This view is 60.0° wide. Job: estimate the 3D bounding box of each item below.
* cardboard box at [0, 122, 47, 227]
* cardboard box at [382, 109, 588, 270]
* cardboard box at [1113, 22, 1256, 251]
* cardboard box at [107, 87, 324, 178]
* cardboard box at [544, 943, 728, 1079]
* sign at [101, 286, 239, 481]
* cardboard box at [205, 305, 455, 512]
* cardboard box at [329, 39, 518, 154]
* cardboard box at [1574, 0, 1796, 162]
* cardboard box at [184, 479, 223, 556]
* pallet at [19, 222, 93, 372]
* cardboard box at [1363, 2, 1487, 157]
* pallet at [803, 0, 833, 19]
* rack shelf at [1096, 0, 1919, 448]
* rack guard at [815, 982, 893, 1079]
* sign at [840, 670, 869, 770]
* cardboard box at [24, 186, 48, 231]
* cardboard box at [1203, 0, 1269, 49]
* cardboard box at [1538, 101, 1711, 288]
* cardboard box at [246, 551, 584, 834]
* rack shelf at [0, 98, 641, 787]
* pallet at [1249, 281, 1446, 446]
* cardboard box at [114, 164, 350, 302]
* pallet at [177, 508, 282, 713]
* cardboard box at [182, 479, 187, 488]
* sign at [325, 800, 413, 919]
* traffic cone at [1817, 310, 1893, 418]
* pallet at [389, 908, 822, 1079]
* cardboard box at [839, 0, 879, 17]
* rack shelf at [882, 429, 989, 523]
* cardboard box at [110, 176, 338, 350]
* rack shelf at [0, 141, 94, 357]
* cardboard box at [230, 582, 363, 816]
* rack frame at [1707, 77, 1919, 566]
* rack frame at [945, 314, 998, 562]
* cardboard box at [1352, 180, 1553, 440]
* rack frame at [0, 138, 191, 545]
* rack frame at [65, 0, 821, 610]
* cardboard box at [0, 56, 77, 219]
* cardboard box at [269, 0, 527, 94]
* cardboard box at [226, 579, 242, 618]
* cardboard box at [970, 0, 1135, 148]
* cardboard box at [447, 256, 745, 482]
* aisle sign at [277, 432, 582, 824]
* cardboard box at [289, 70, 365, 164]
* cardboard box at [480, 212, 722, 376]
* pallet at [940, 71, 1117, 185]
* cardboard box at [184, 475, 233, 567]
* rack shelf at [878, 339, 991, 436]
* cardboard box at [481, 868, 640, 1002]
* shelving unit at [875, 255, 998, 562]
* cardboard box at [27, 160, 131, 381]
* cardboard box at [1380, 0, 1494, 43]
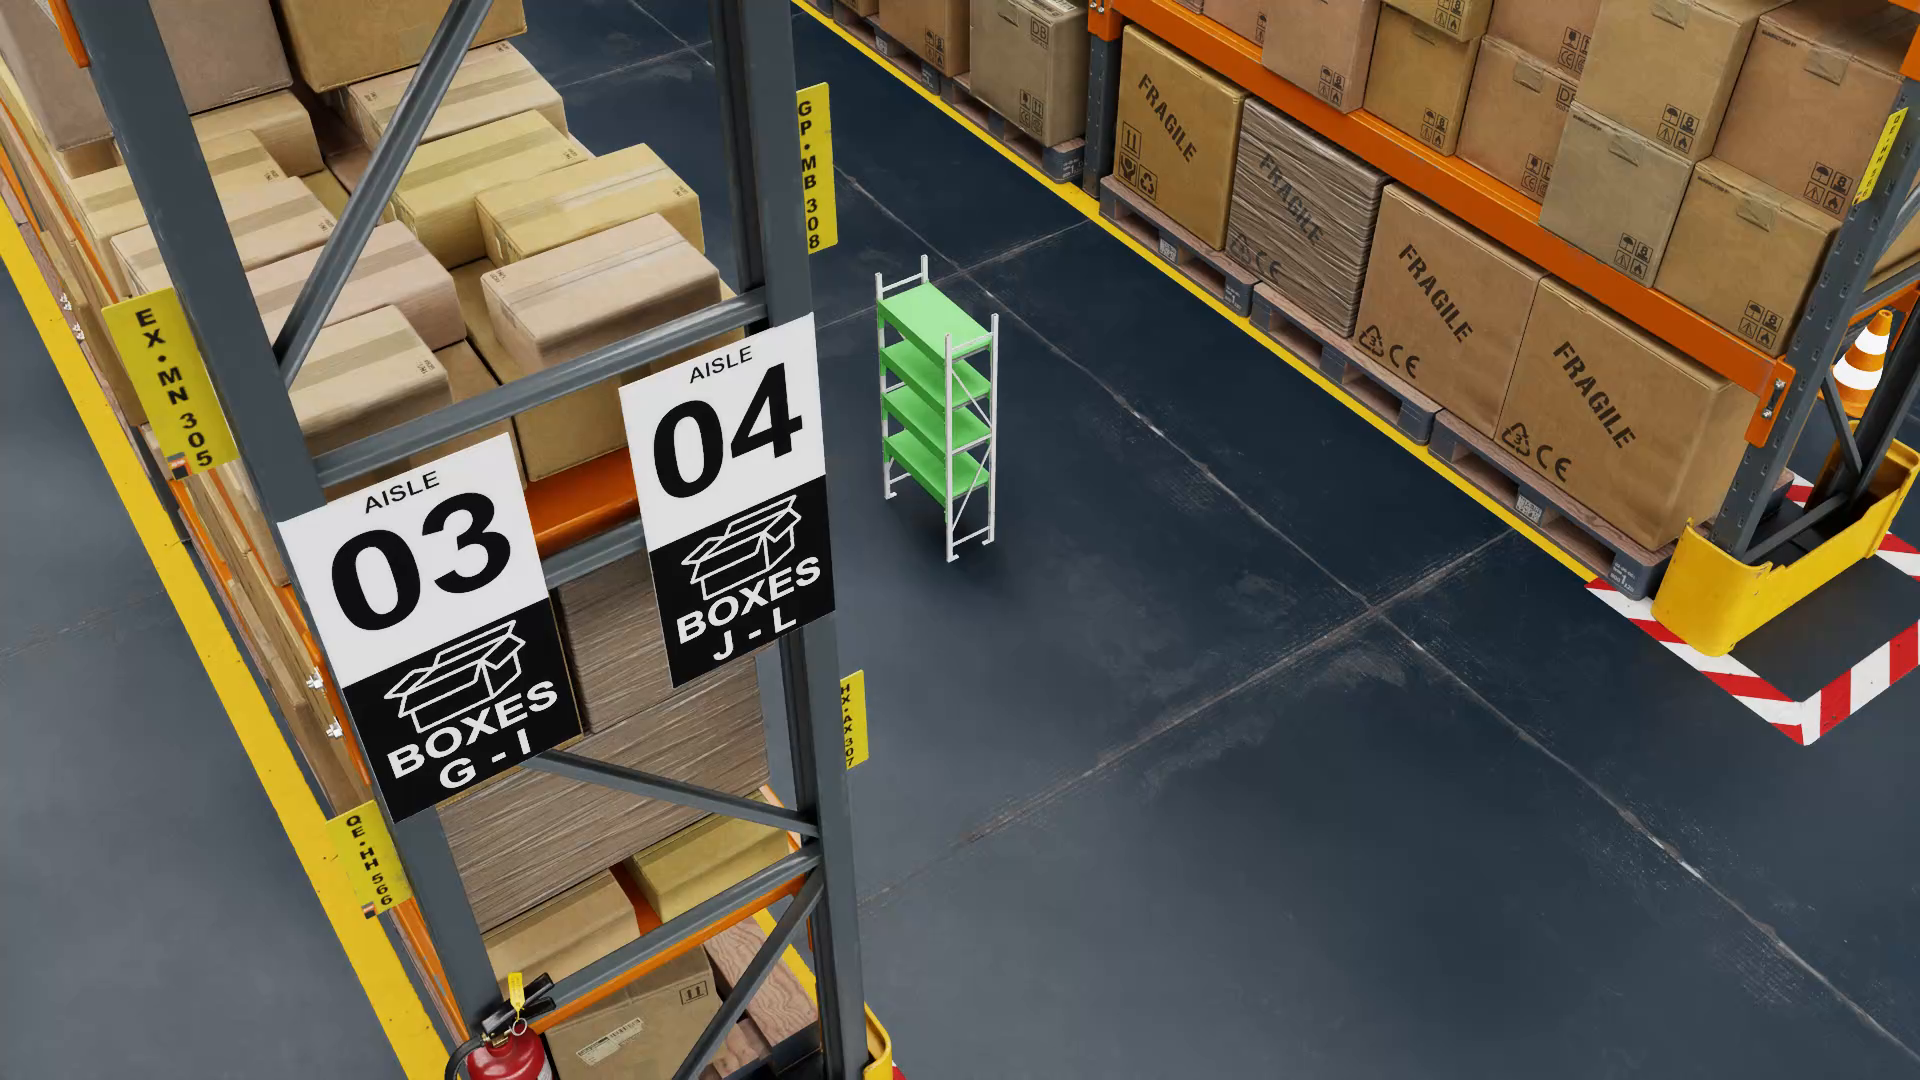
[{"bbox_3d":[-2.953,-1.447,5.573,0.500,0.500,0.500,-26,49,-24],"label":"cardboard box"},{"bbox_3d":[-0.996,-0.734,3.485,0.380,0.149,0.250,-27,50,-25],"label":"cardboard box"},{"bbox_3d":[1.427,-2.199,8.607,0.875,0.875,0.875,-25,49,-24],"label":"cardboard box"},{"bbox_3d":[-1.630,-0.868,3.626,0.380,0.149,0.250,-25,49,-24],"label":"cardboard box"},{"bbox_3d":[-1.057,1.360,5.150,0.500,0.500,0.500,-17,46,-17],"label":"cardboard box"},{"bbox_3d":[-1.180,-0.229,2.495,0.100,0.325,0.005,-26,49,-24],"label":"sign"},{"bbox_3d":[-1.128,-0.241,2.969,0.380,0.149,0.250,-26,49,-24],"label":"cardboard box"},{"bbox_3d":[-1.229,-1.055,3.822,0.380,0.149,0.250,-26,49,-25],"label":"cardboard box"},{"bbox_3d":[2.842,-1.879,6.147,0.875,0.550,0.550,-26,49,-24],"label":"cardboard box"},{"bbox_3d":[-1.917,-0.322,5.118,0.875,0.500,0.500,-26,49,-24],"label":"cardboard box"},{"bbox_3d":[-4.150,-1.421,8.576,1.003,0.211,1.213,-26,49,-24],"label":"pallet"},{"bbox_3d":[2.276,-2.134,7.195,0.875,0.550,0.500,-26,49,-24],"label":"cardboard box"},{"bbox_3d":[-0.775,-3.980,11.257,1.003,0.211,1.213,-26,49,-24],"label":"pallet"},{"bbox_3d":[2.269,-1.807,7.482,1.077,0.370,4.000,-26,49,-24],"label":"rack shelf"},{"bbox_3d":[-0.757,1.829,4.963,1.175,0.500,0.348,-26,49,-24],"label":"rack guard"},{"bbox_3d":[-0.268,0.441,3.980,0.100,0.325,0.005,-26,49,-24],"label":"sign"},{"bbox_3d":[-2.795,-1.162,5.998,0.875,0.500,0.500,-26,49,-24],"label":"cardboard box"},{"bbox_3d":[1.678,-2.747,7.837,0.875,0.550,0.550,-26,49,-24],"label":"cardboard box"},{"bbox_3d":[2.831,-1.483,6.514,0.875,0.550,0.550,-26,49,-24],"label":"cardboard box"},{"bbox_3d":[-1.231,0.249,3.796,0.500,0.500,0.500,-26,49,-24],"label":"cardboard box"},{"bbox_3d":[-1.857,-0.989,4.454,1.077,0.370,4.000,-26,49,-24],"label":"rack shelf"},{"bbox_3d":[2.197,-1.038,8.175,1.003,0.211,1.213,-26,49,-24],"label":"pallet"},{"bbox_3d":[-1.485,-0.517,3.547,0.500,0.250,0.500,-25,49,-24],"label":"cardboard box"},{"bbox_3d":[-2.588,0.078,7.007,1.003,0.211,1.213,-26,49,-24],"label":"pallet"},{"bbox_3d":[-2.390,-0.268,5.531,0.380,0.149,0.250,-26,49,-24],"label":"cardboard box"},{"bbox_3d":[-1.180,0.643,3.328,0.100,0.325,0.005,-26,49,-24],"label":"sign"},{"bbox_3d":[4.274,-0.878,7.826,0.336,0.463,0.334,-26,49,-24],"label":"traffic cone"},{"bbox_3d":[-1.193,1.460,5.559,1.003,0.211,1.213,-26,49,-24],"label":"pallet"},{"bbox_3d":[-0.386,-3.929,10.509,1.050,0.750,0.750,-25,49,-24],"label":"cardboard box"},{"bbox_3d":[-0.095,-0.308,7.135,0.258,0.148,0.480,-26,49,-24],"label":"rack shelf"},{"bbox_3d":[-1.427,-0.546,3.288,0.380,0.149,0.250,-28,50,-26],"label":"cardboard box"},{"bbox_3d":[-4.146,-2.170,7.863,1.077,0.370,4.000,-26,49,-24],"label":"rack shelf"},{"bbox_3d":[-1.390,0.266,4.502,0.875,0.500,0.500,-26,49,-24],"label":"cardboard box"},{"bbox_3d":[3.413,-0.934,6.047,1.000,3.000,0.127,-26,49,-24],"label":"rack frame"},{"bbox_3d":[0.045,-0.390,6.780,0.240,1.200,0.015,-26,49,-24],"label":"rack frame"},{"bbox_3d":[2.465,-1.173,7.532,0.875,0.875,0.875,-26,50,-25],"label":"cardboard box"},{"bbox_3d":[-3.002,-1.297,6.428,1.000,3.000,0.127,-26,49,-24],"label":"rack frame"},{"bbox_3d":[-0.713,-1.202,1.983,1.000,3.000,0.127,-26,49,-24],"label":"rack frame"},{"bbox_3d":[-2.064,-1.093,4.150,0.500,0.250,0.500,-27,50,-25],"label":"cardboard box"},{"bbox_3d":[-1.341,-1.389,3.701,0.500,0.500,0.500,-26,49,-25],"label":"cardboard box"},{"bbox_3d":[-1.990,0.171,5.071,0.380,0.149,0.250,-26,49,-24],"label":"cardboard box"},{"bbox_3d":[0.695,-2.854,9.383,1.050,0.750,0.750,-26,49,-25],"label":"cardboard box"},{"bbox_3d":[-0.777,-0.438,3.463,0.500,0.250,0.500,-24,49,-23],"label":"cardboard box"},{"bbox_3d":[-0.924,0.181,2.996,0.394,0.787,0.004,-26,49,-24],"label":"aisle sign"},{"bbox_3d":[-1.357,-1.009,4.062,0.500,0.250,0.500,-26,49,-25],"label":"cardboard box"},{"bbox_3d":[-0.681,-0.454,3.192,0.380,0.149,0.250,-26,49,-25],"label":"cardboard box"},{"bbox_3d":[0.621,-2.598,9.810,1.003,0.211,1.213,-26,49,-24],"label":"pallet"},{"bbox_3d":[-1.805,-0.316,4.388,0.500,0.500,0.500,-26,49,-24],"label":"cardboard box"},{"bbox_3d":[-0.095,-0.655,6.803,0.258,0.148,0.480,-26,49,-24],"label":"rack shelf"},{"bbox_3d":[-1.046,0.979,4.225,0.380,0.149,0.250,-26,49,-24],"label":"cardboard box"},{"bbox_3d":[-0.095,-0.528,6.925,0.258,1.200,0.503,-26,49,-24],"label":"shelving unit"},{"bbox_3d":[-2.380,-0.882,4.980,0.500,0.500,0.500,-26,49,-24],"label":"cardboard box"},{"bbox_3d":[2.223,-2.499,6.796,0.875,0.550,0.500,-26,49,-24],"label":"cardboard box"}]
